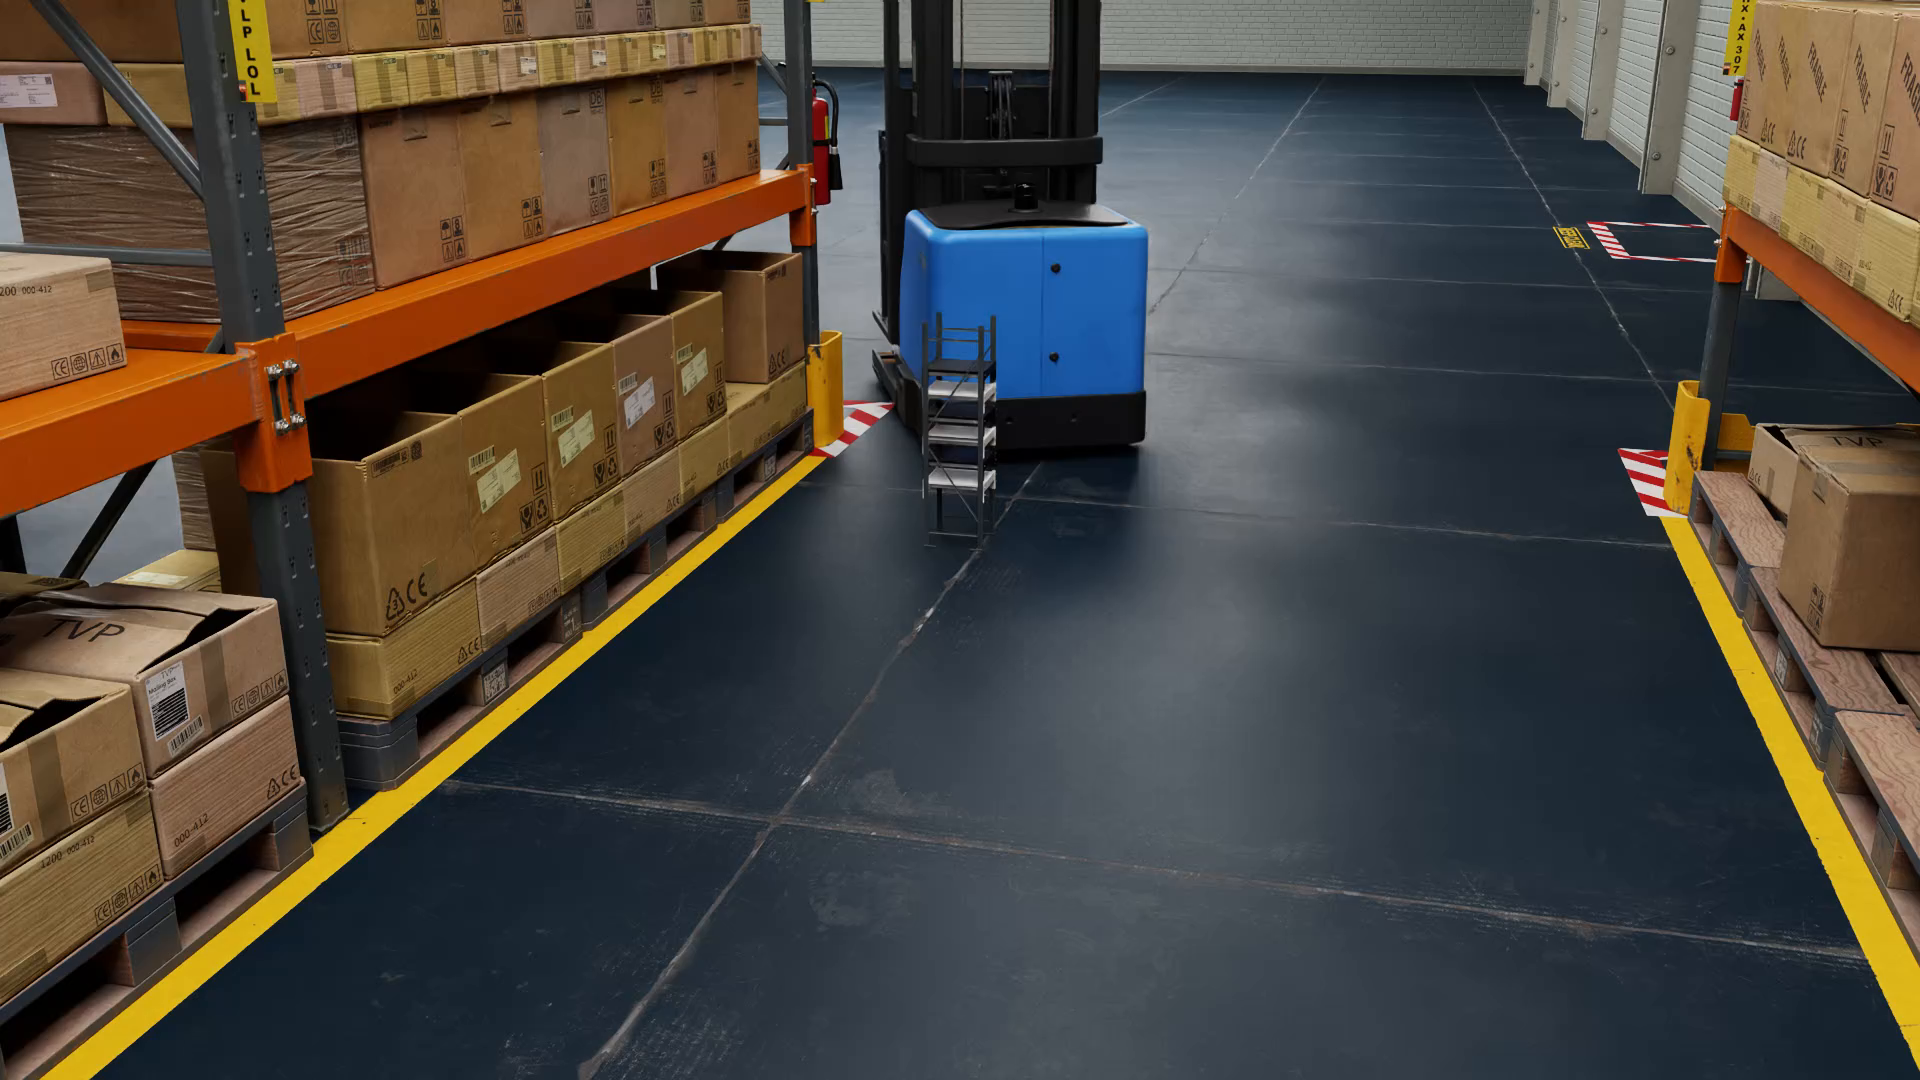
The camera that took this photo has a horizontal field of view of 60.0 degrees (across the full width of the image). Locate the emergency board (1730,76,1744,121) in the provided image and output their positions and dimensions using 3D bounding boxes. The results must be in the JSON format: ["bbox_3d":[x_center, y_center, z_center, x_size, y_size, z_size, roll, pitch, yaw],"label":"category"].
[{"bbox_3d":[6.404,-3.924,13.536,0.194,1.169,0.643,5,19,13],"label":"emergency board"}]

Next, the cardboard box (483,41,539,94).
[{"bbox_3d":[-1.588,-1.524,5.349,0.380,0.149,0.250,4,19,12],"label":"cardboard box"}]

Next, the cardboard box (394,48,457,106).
[{"bbox_3d":[-1.714,-1.361,4.874,0.380,0.149,0.250,4,19,13],"label":"cardboard box"}]

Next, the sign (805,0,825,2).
[{"bbox_3d":[-0.652,-2.563,7.392,0.100,0.325,0.005,5,19,13],"label":"sign"}]

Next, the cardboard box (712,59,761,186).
[{"bbox_3d":[-1.302,-1.852,7.314,0.700,0.500,0.500,5,19,13],"label":"cardboard box"}]

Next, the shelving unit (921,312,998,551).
[{"bbox_3d":[-0.002,-0.423,6.535,0.258,0.900,0.210,5,19,13],"label":"shelving unit"}]

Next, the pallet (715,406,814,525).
[{"bbox_3d":[-1.321,-0.387,7.495,1.003,0.211,1.213,5,19,13],"label":"pallet"}]

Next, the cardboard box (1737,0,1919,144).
[{"bbox_3d":[3.221,-1.727,6.145,0.500,0.500,0.500,5,19,13],"label":"cardboard box"}]

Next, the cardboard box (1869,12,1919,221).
[{"bbox_3d":[2.718,-1.086,4.267,0.500,0.500,0.500,4,19,12],"label":"cardboard box"}]

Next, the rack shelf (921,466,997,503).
[{"bbox_3d":[-0.002,-0.221,6.604,0.258,0.077,0.200,5,19,13],"label":"rack shelf"}]

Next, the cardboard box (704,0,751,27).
[{"bbox_3d":[-1.314,-2.449,7.056,0.700,0.500,0.500,5,19,14],"label":"cardboard box"}]

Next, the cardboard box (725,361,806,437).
[{"bbox_3d":[-1.020,-0.656,7.572,0.500,0.250,0.500,5,19,13],"label":"cardboard box"}]

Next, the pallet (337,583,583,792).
[{"bbox_3d":[-1.917,0.377,5.256,1.003,0.211,1.213,5,19,13],"label":"pallet"}]

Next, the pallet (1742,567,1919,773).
[{"bbox_3d":[3.078,0.417,5.141,1.003,0.211,1.213,5,19,13],"label":"pallet"}]

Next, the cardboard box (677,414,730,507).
[{"bbox_3d":[-1.251,-0.341,6.651,0.500,0.250,0.500,5,19,13],"label":"cardboard box"}]

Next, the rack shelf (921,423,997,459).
[{"bbox_3d":[-0.002,-0.392,6.545,0.258,0.077,0.200,5,19,13],"label":"rack shelf"}]

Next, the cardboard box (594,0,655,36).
[{"bbox_3d":[-1.560,-2.126,6.109,0.700,0.500,0.500,5,19,14],"label":"cardboard box"}]

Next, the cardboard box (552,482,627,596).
[{"bbox_3d":[-1.491,-0.028,5.732,0.500,0.250,0.500,5,19,13],"label":"cardboard box"}]

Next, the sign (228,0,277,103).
[{"bbox_3d":[-1.624,-1.167,3.794,0.100,0.325,0.005,5,19,13],"label":"sign"}]

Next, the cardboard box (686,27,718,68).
[{"bbox_3d":[-1.209,-2.007,6.765,0.380,0.149,0.250,4,19,13],"label":"cardboard box"}]

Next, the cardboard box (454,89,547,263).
[{"bbox_3d":[-1.801,-1.206,5.423,0.700,0.500,0.500,5,19,14],"label":"cardboard box"}]

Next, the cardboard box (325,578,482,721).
[{"bbox_3d":[-1.745,0.285,4.817,0.500,0.250,0.500,5,19,13],"label":"cardboard box"}]

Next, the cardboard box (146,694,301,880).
[{"bbox_3d":[-1.973,0.559,4.014,0.500,0.250,0.500,4,19,13],"label":"cardboard box"}]

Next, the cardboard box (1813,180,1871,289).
[{"bbox_3d":[2.833,-0.889,4.851,0.500,0.250,0.500,5,19,14],"label":"cardboard box"}]

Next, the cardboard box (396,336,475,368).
[{"bbox_3d":[-1.999,-0.424,5.732,0.500,0.500,0.500,5,19,13],"label":"cardboard box"}]

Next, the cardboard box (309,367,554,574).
[{"bbox_3d":[-1.621,-0.227,5.154,0.500,0.500,0.500,5,19,13],"label":"cardboard box"}]

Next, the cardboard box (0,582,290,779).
[{"bbox_3d":[-1.973,0.290,3.933,0.500,0.311,0.500,5,19,13],"label":"cardboard box"}]

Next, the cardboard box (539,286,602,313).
[{"bbox_3d":[-1.752,-0.737,6.649,0.500,0.500,0.500,5,19,13],"label":"cardboard box"}]

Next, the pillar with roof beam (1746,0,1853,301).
[{"bbox_3d":[1.589,-6.332,11.303,9.100,9.000,0.400,5,19,13],"label":"pillar with roof beam"}]

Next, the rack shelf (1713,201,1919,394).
[{"bbox_3d":[3.141,-0.593,4.895,1.077,0.370,4.000,5,19,13],"label":"rack shelf"}]

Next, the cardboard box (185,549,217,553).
[{"bbox_3d":[-2.119,0.088,5.394,0.500,0.250,0.500,5,19,13],"label":"cardboard box"}]

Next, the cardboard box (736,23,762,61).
[{"bbox_3d":[-1.084,-2.169,7.240,0.380,0.149,0.250,4,19,12],"label":"cardboard box"}]

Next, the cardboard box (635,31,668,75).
[{"bbox_3d":[-1.336,-1.846,6.293,0.380,0.149,0.250,5,20,15],"label":"cardboard box"}]

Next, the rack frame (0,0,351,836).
[{"bbox_3d":[-2.152,-0.696,4.085,1.000,3.000,0.127,5,19,13],"label":"rack frame"}]

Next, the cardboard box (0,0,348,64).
[{"bbox_3d":[-2.050,-1.497,4.268,0.700,0.500,0.500,5,19,14],"label":"cardboard box"}]

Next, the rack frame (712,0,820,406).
[{"bbox_3d":[-1.175,-1.950,7.756,1.000,3.000,0.127,5,19,13],"label":"rack frame"}]

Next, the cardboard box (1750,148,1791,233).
[{"bbox_3d":[3.089,-1.207,5.781,0.500,0.250,0.500,4,19,12],"label":"cardboard box"}]

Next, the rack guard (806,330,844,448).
[{"bbox_3d":[-1.169,-0.775,8.182,1.175,0.500,0.348,5,19,13],"label":"rack guard"}]

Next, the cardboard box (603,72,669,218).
[{"bbox_3d":[-1.552,-1.532,6.377,0.700,0.500,0.500,5,19,14],"label":"cardboard box"}]

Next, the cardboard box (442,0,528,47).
[{"bbox_3d":[-1.805,-1.812,5.191,0.700,0.500,0.500,5,19,13],"label":"cardboard box"}]

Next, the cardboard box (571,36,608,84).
[{"bbox_3d":[-1.461,-1.683,5.816,0.380,0.149,0.250,4,19,13],"label":"cardboard box"}]

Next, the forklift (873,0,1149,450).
[{"bbox_3d":[0.121,-2.228,8.677,1.130,2.935,3.031,-3,19,-9],"label":"forklift"}]

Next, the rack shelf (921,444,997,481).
[{"bbox_3d":[-0.002,-0.307,6.575,0.258,0.077,0.200,5,19,13],"label":"rack shelf"}]

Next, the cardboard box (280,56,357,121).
[{"bbox_3d":[-1.838,-1.198,4.396,0.380,0.149,0.250,5,19,14],"label":"cardboard box"}]

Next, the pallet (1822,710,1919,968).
[{"bbox_3d":[2.782,0.800,4.018,1.003,0.211,1.213,5,19,13],"label":"pallet"}]

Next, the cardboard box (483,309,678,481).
[{"bbox_3d":[-1.371,-0.540,6.071,0.500,0.500,0.500,5,19,13],"label":"cardboard box"}]

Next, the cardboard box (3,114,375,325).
[{"bbox_3d":[-2.050,-0.883,4.478,0.700,0.500,0.500,4,19,12],"label":"cardboard box"}]

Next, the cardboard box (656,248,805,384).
[{"bbox_3d":[-1.018,-1.011,7.450,0.500,0.500,0.500,5,19,13],"label":"cardboard box"}]

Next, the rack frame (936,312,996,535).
[{"bbox_3d":[0.023,-0.455,6.628,0.240,0.900,0.006,5,19,13],"label":"rack frame"}]

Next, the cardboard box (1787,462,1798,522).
[{"bbox_3d":[3.234,-0.107,5.840,0.500,0.311,0.500,6,20,18],"label":"cardboard box"}]

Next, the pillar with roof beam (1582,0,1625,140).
[{"bbox_3d":[4.520,-10.093,22.315,9.100,9.000,0.400,5,19,13],"label":"pillar with roof beam"}]

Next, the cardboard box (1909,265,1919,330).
[{"bbox_3d":[2.604,-0.573,3.924,0.500,0.250,0.500,5,19,14],"label":"cardboard box"}]

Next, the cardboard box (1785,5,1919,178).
[{"bbox_3d":[2.958,-1.412,5.221,0.500,0.500,0.500,4,19,12],"label":"cardboard box"}]
